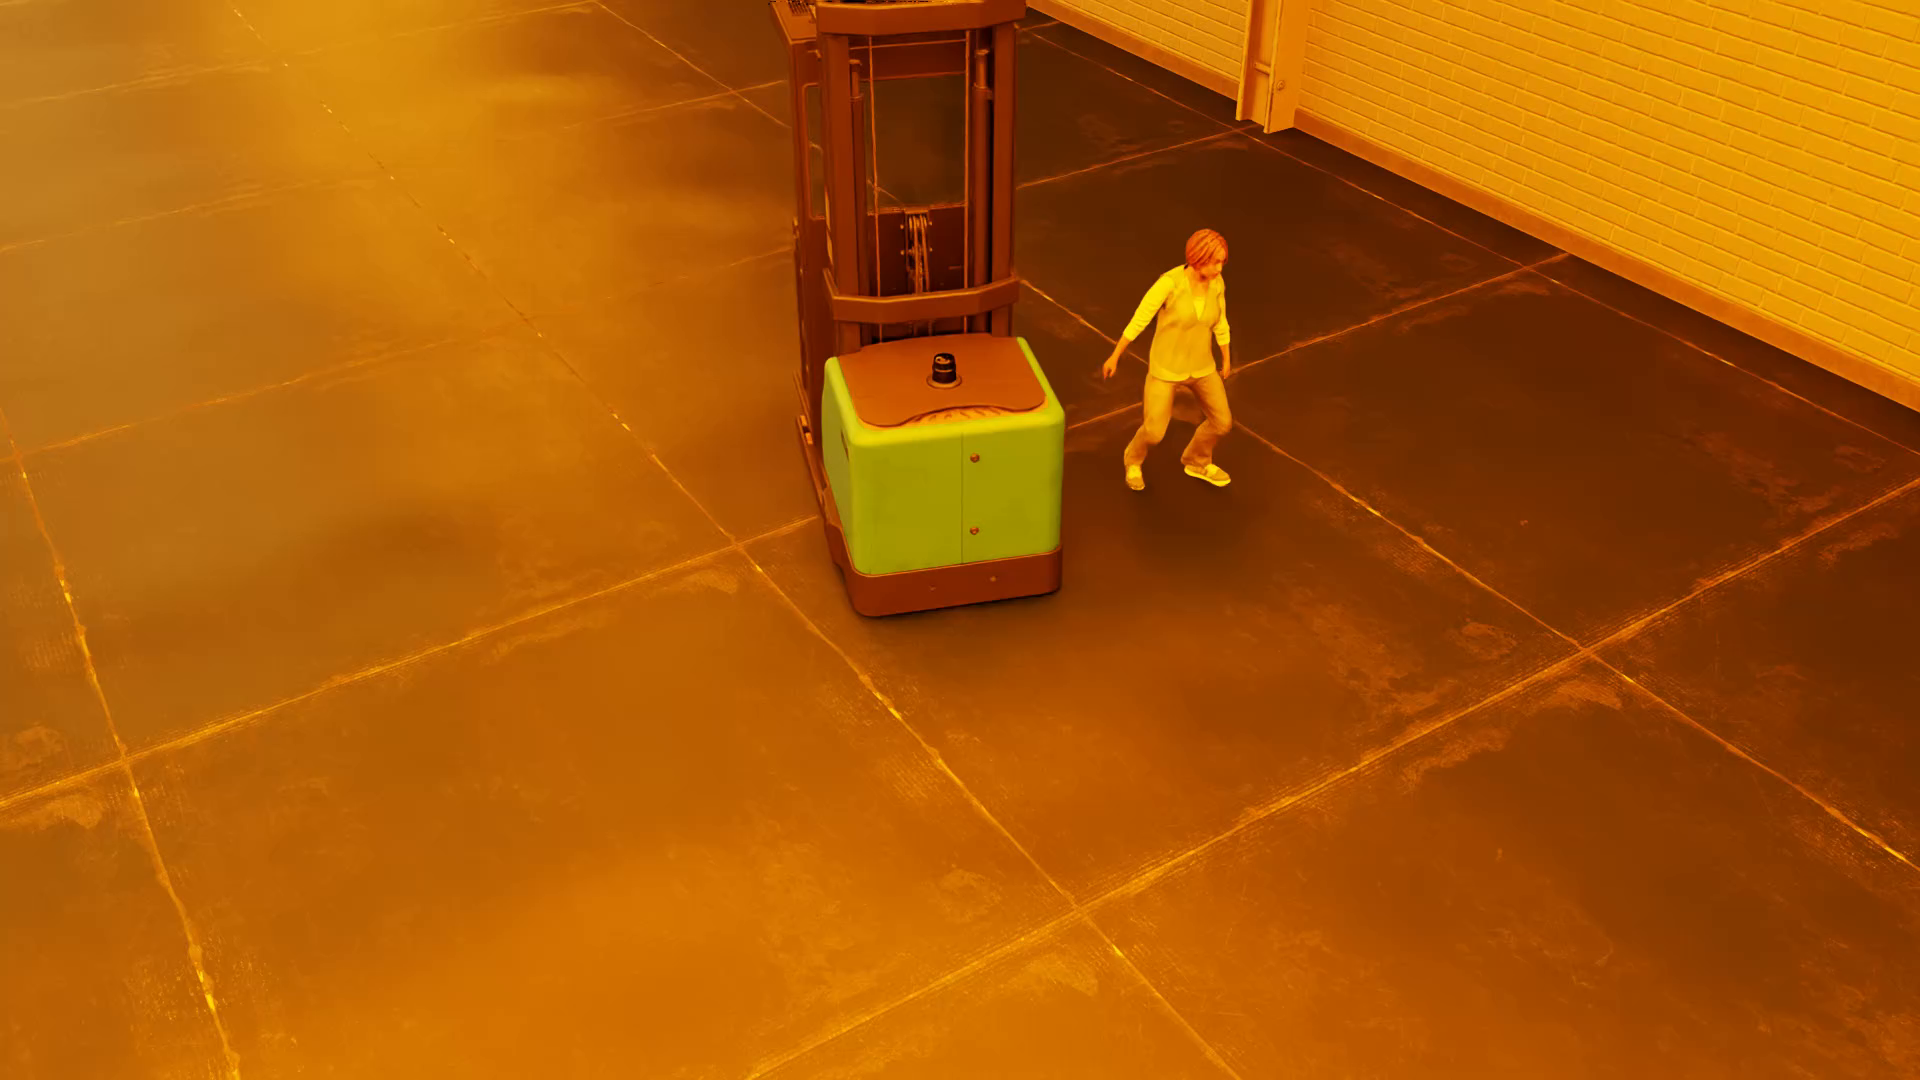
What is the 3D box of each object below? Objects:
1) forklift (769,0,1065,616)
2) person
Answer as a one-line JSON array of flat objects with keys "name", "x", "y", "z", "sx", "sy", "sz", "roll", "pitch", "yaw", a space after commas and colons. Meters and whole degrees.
[{"name": "forklift", "x": -0.318, "y": -1.674, "z": 8.530, "sx": 1.130, "sy": 2.935, "sz": 3.031, "roll": -7, "pitch": 36, "yaw": -10}, {"name": "person", "x": 1.104, "y": -0.929, "z": 8.720, "sx": 0.732, "sy": 1.547, "sz": 0.438, "roll": -9, "pitch": 36, "yaw": -13}]
